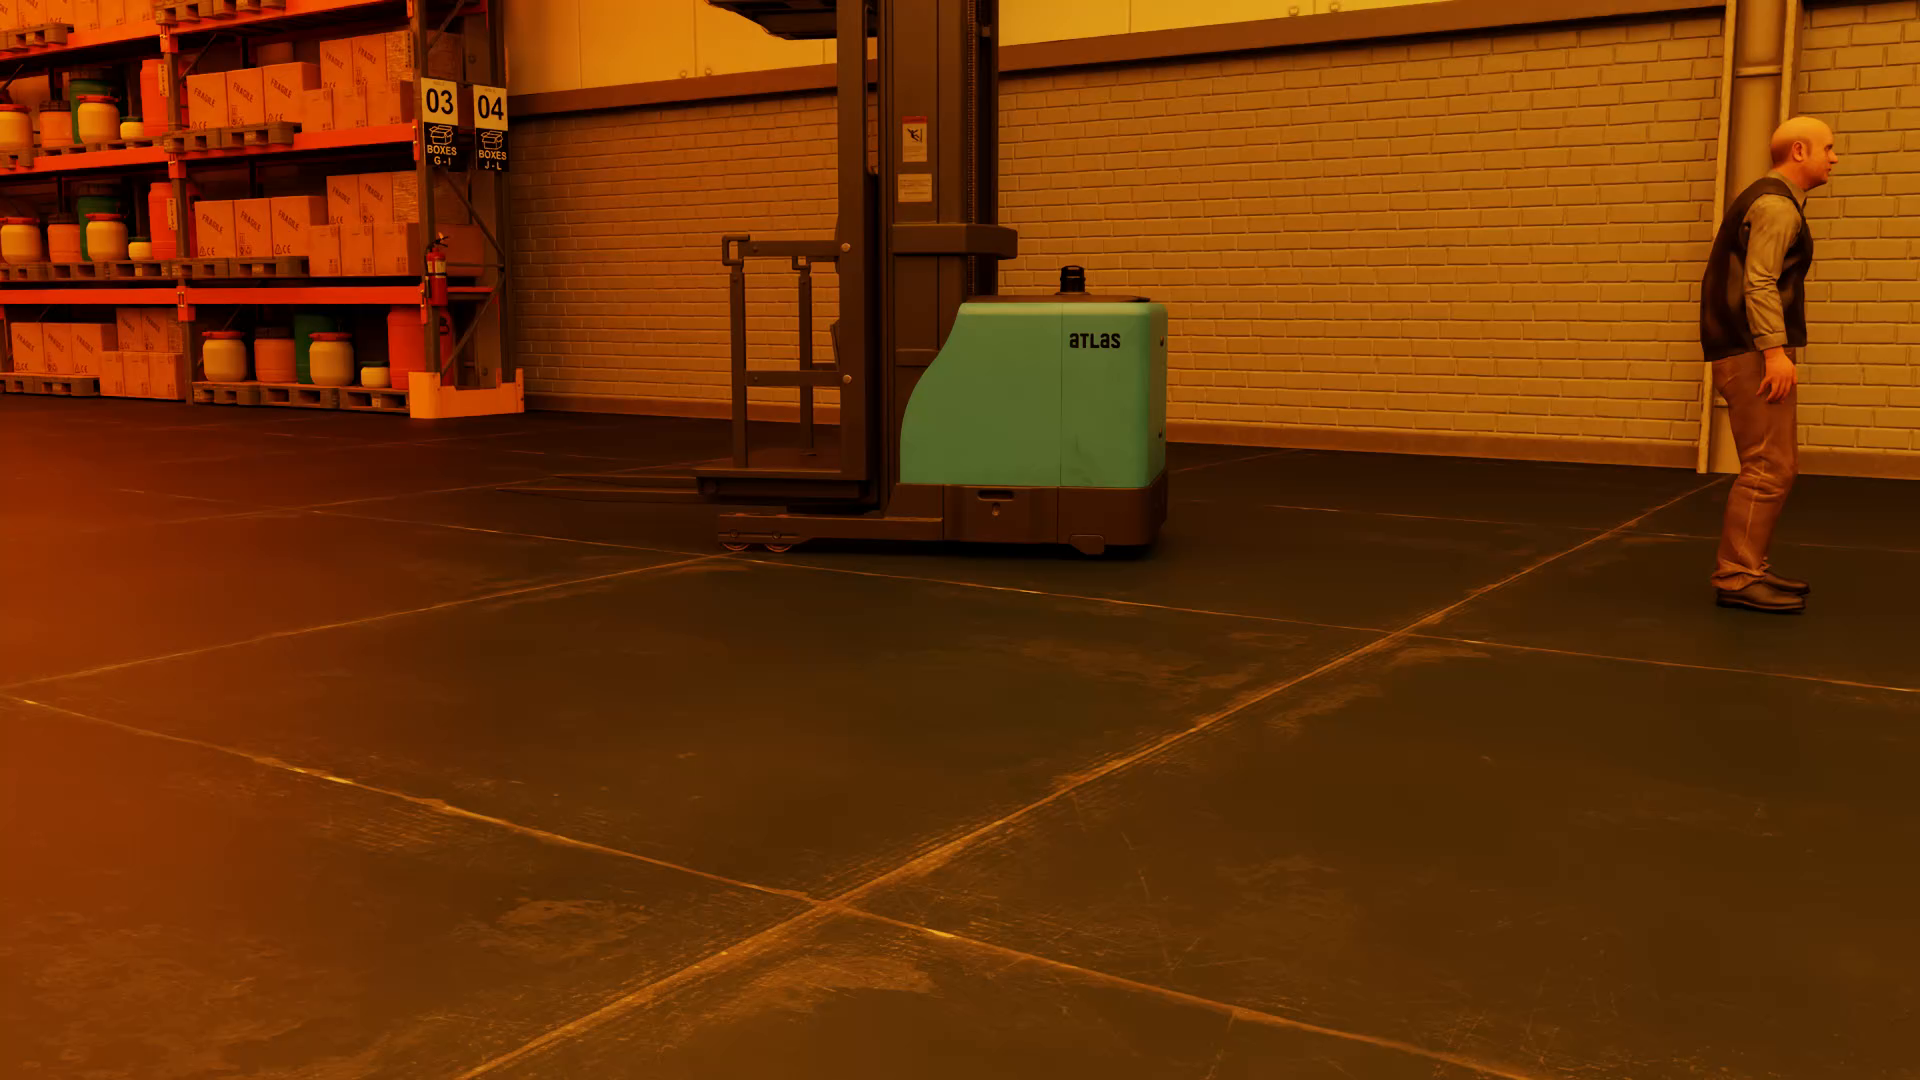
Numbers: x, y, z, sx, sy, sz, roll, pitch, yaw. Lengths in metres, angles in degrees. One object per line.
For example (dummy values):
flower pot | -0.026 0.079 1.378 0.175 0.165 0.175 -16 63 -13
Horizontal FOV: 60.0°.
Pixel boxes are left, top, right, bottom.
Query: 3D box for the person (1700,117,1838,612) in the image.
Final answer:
person | 2.877 -0.636 5.970 0.425 1.720 0.593 4 9 26

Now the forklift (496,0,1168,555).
forklift | -0.596 -1.469 7.520 3.031 2.935 1.130 2 8 12
